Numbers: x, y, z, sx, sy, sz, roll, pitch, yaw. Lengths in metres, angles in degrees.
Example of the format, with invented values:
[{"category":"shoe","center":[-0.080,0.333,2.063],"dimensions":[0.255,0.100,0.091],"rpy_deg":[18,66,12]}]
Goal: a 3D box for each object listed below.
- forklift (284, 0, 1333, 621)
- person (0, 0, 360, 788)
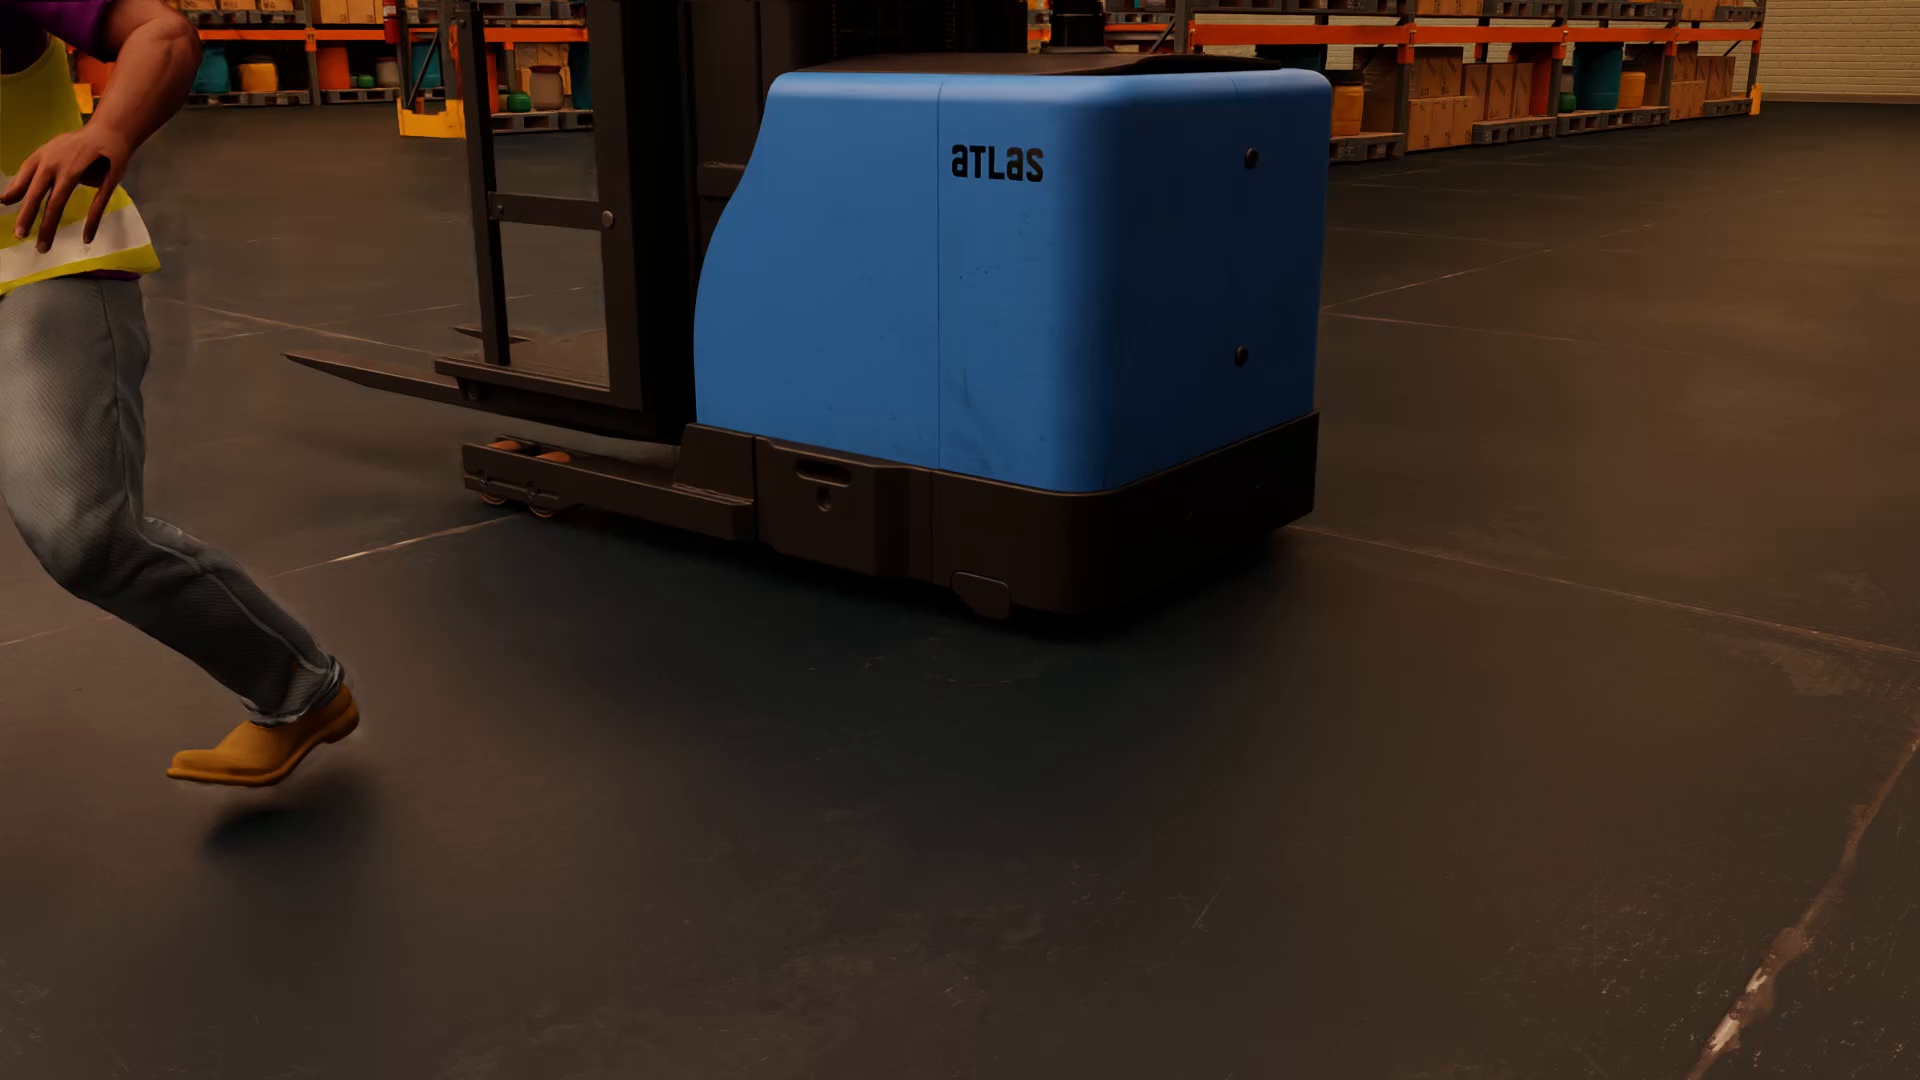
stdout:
[{"category":"forklift","center":[-0.642,-1.564,4.049],"dimensions":[3.031,2.935,1.130],"rpy_deg":[12,21,35]},{"category":"person","center":[-1.518,-0.320,2.445],"dimensions":[1.153,1.723,0.568],"rpy_deg":[6,18,19]}]
